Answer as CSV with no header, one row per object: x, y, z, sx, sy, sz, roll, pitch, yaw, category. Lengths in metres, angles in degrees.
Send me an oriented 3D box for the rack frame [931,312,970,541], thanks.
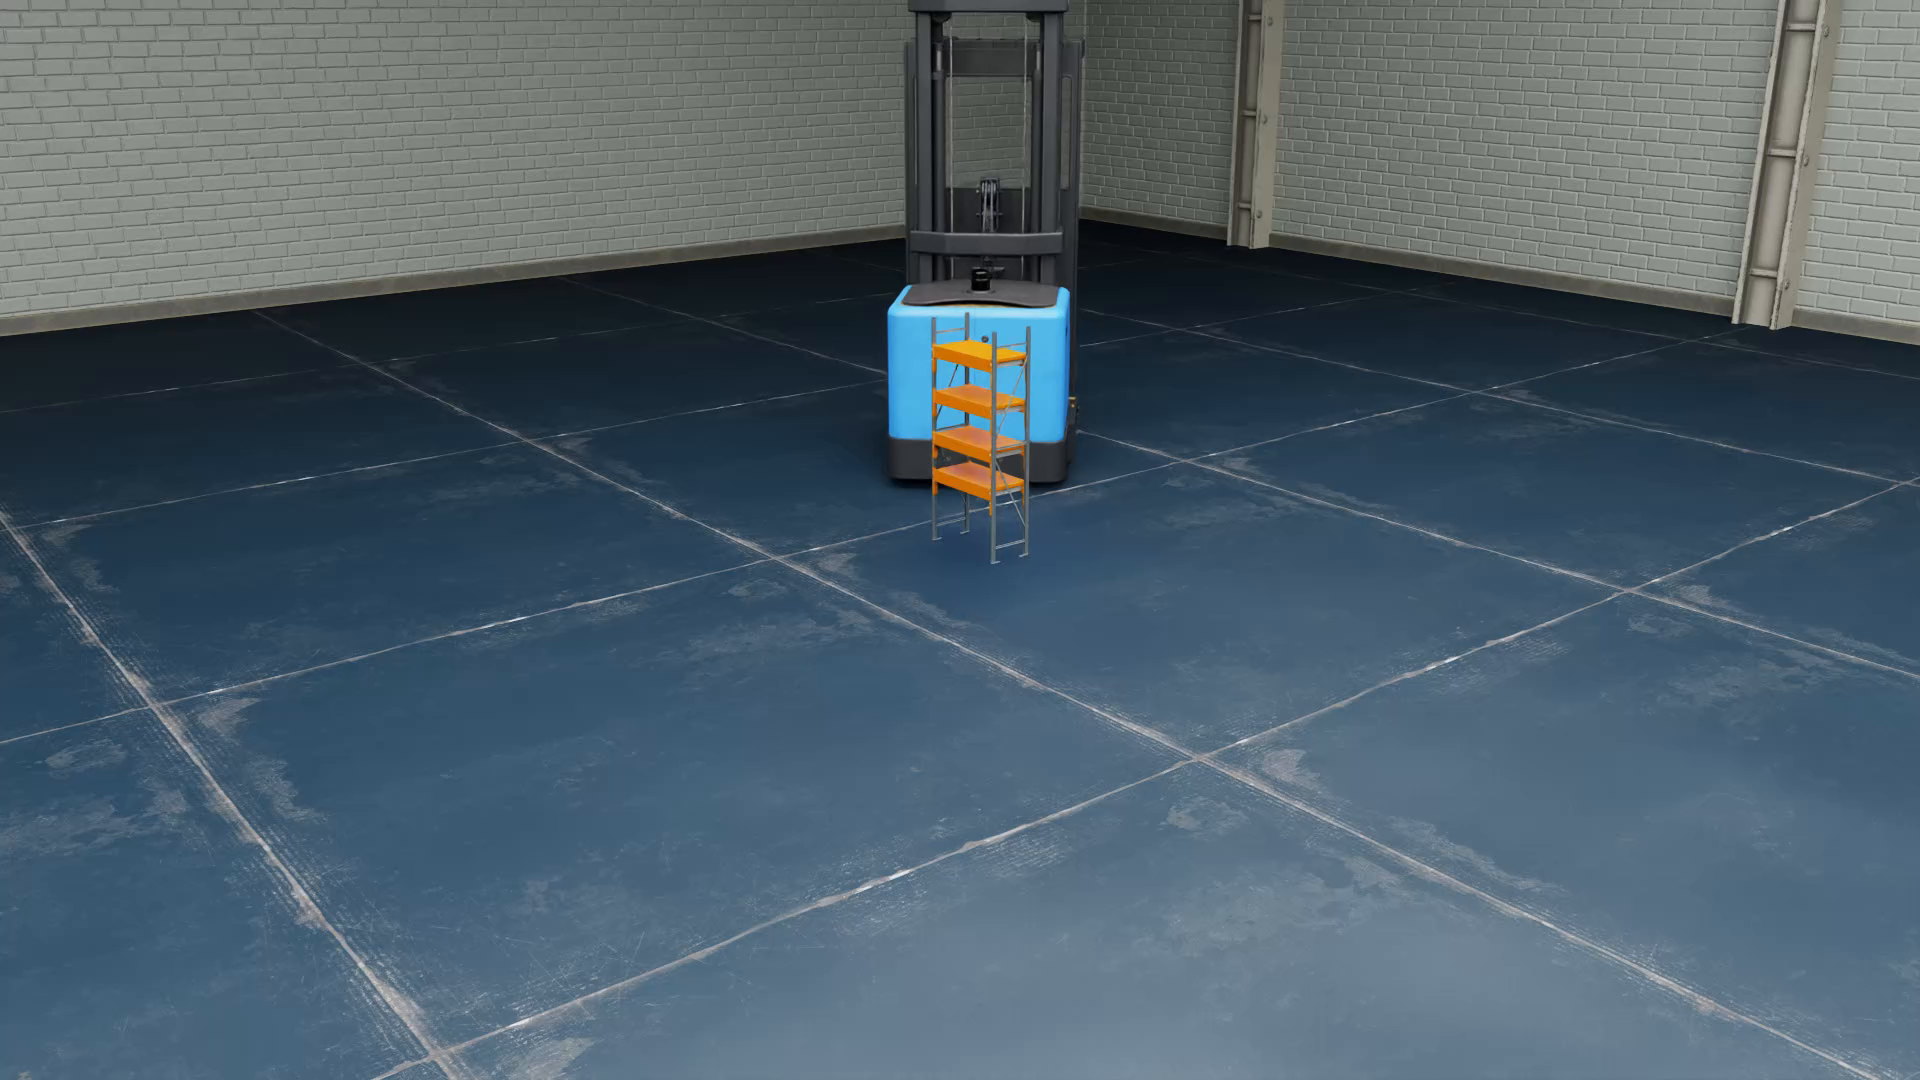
-0.049,-0.589,8.732,0.240,1.200,0.015,-14,23,-36,rack frame

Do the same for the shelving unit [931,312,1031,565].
0.103,-0.529,8.551,0.258,1.200,0.503,-14,23,-36,shelving unit

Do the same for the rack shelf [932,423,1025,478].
0.103,-0.465,8.572,0.258,0.148,0.480,-14,23,-36,rack shelf

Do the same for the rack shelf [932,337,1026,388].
0.103,-0.902,8.427,0.258,0.148,0.480,-14,23,-36,rack shelf

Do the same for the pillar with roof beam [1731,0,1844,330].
3.653,-5.324,10.626,9.100,9.000,0.400,-14,23,-36,pillar with roof beam

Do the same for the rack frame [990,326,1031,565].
0.254,-0.469,8.369,0.240,1.200,0.015,-14,23,-36,rack frame

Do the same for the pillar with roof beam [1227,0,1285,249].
-0.072,-6.803,15.091,9.100,9.000,0.400,-14,23,-36,pillar with roof beam

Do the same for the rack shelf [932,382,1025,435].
0.103,-0.677,8.502,0.258,0.148,0.480,-14,23,-36,rack shelf

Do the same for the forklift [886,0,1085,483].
0.224,-2.142,10.667,1.130,2.935,3.031,2,18,5,forklift

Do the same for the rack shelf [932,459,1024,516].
0.103,-0.276,8.634,0.258,0.148,0.480,-14,23,-36,rack shelf
